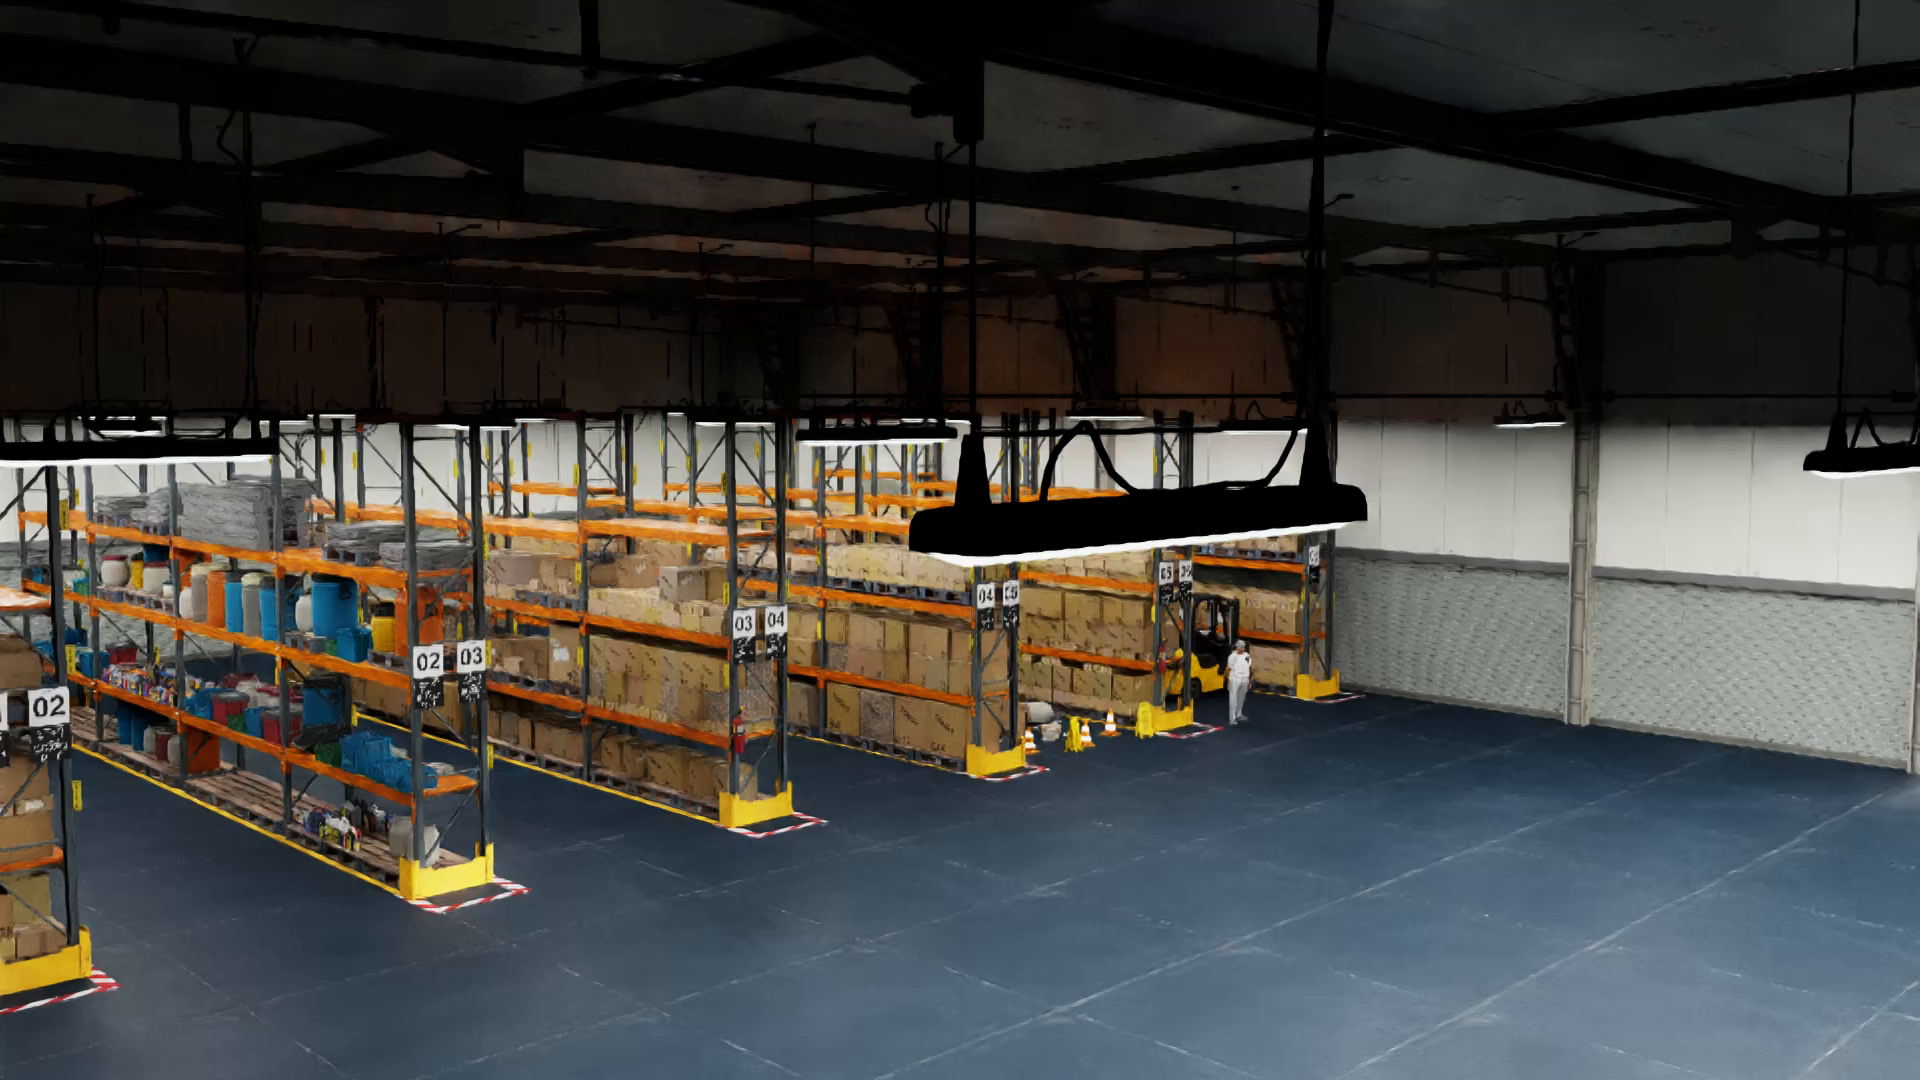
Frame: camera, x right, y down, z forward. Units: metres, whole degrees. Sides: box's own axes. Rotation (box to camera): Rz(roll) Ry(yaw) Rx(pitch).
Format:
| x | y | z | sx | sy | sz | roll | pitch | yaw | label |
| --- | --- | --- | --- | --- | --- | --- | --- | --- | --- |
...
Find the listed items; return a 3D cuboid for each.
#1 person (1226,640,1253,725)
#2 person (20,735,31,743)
| x | y | z | sx | sy | sz | roll | pitch | yaw | label |
| --- | --- | --- | --- | --- | --- | --- | --- | --- | --- |
| 5.371 | 2.724 | 32.069 | 0.625 | 1.614 | 0.873 | -2 | 5 | -17 | person |
| -13.484 | 3.411 | 24.276 | 0.506 | 1.602 | 0.416 | 2 | 5 | 19 | person |
